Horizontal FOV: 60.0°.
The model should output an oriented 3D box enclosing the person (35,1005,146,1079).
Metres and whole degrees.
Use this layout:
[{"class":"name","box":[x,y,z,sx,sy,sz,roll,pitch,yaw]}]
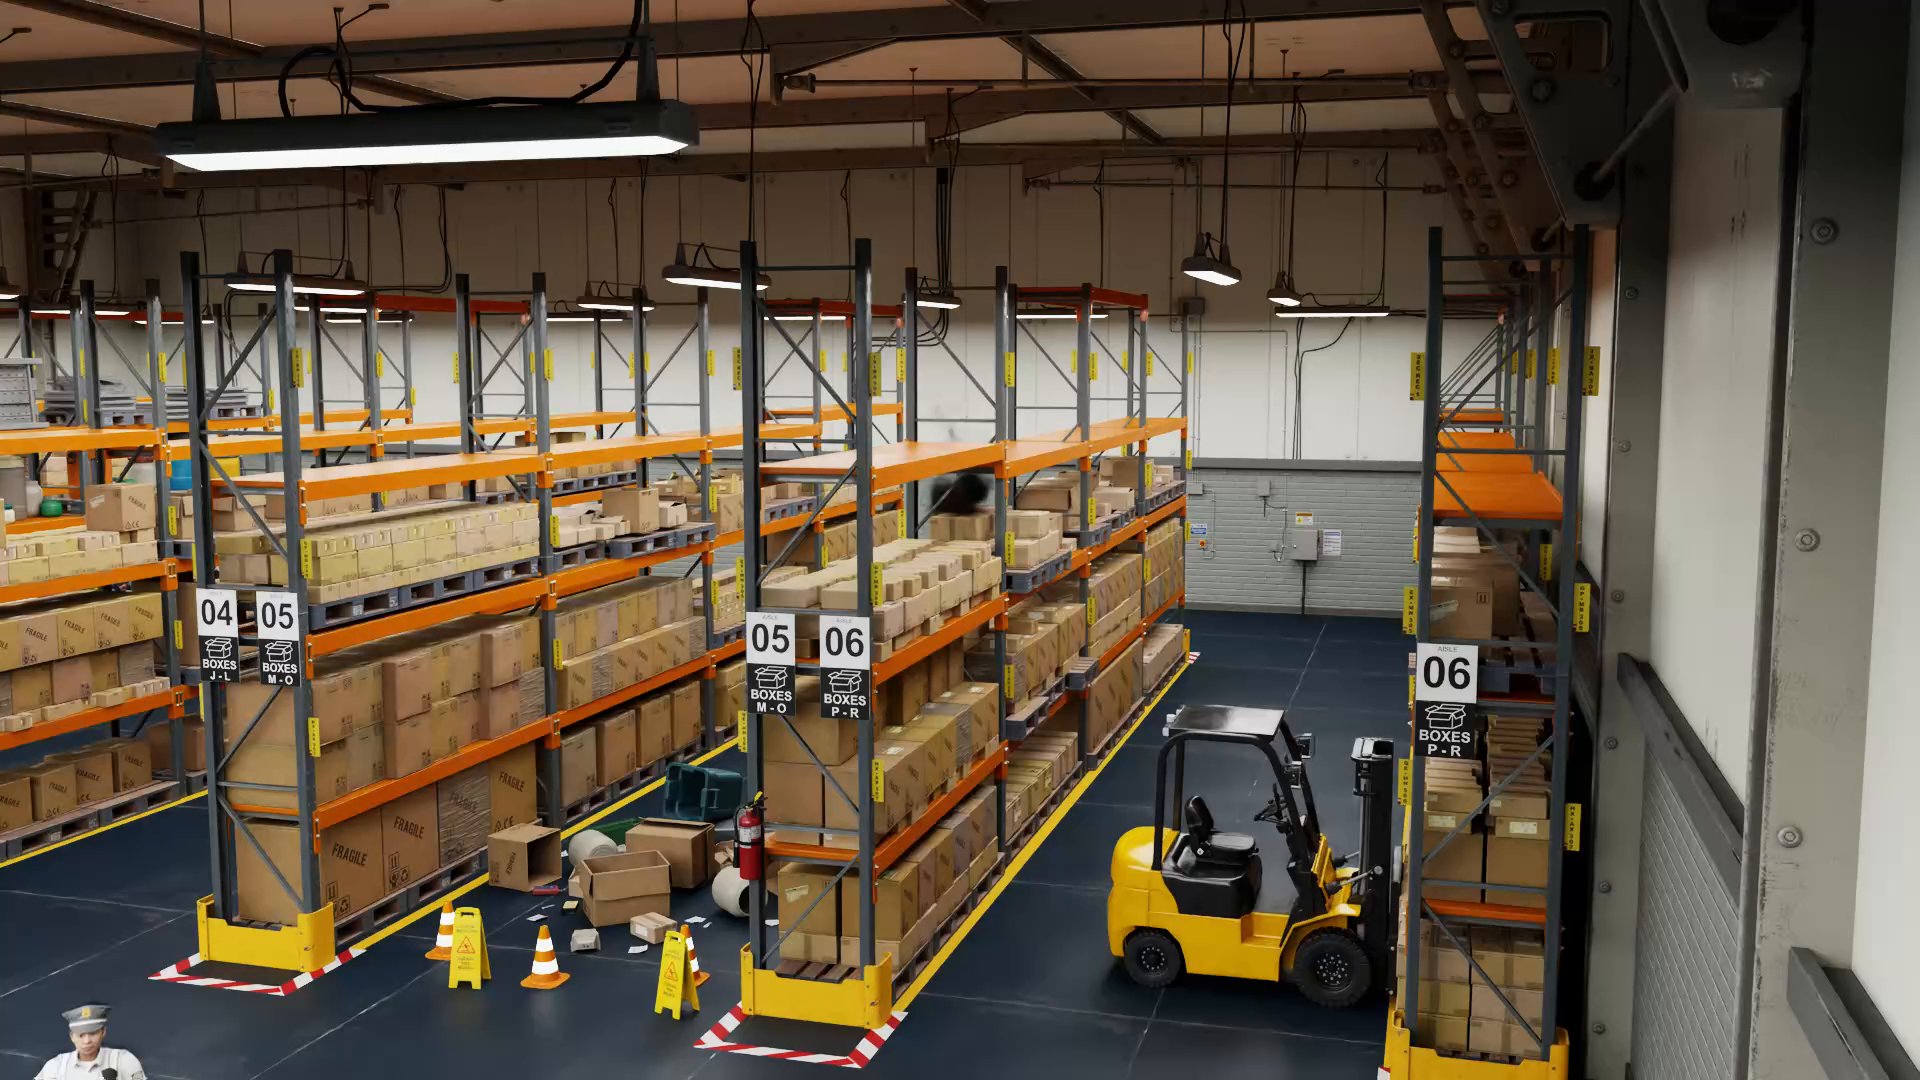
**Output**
[{"class":"person","box":[-4.652,3.318,8.937,0.596,1.728,0.834,-3,7,-28]}]
